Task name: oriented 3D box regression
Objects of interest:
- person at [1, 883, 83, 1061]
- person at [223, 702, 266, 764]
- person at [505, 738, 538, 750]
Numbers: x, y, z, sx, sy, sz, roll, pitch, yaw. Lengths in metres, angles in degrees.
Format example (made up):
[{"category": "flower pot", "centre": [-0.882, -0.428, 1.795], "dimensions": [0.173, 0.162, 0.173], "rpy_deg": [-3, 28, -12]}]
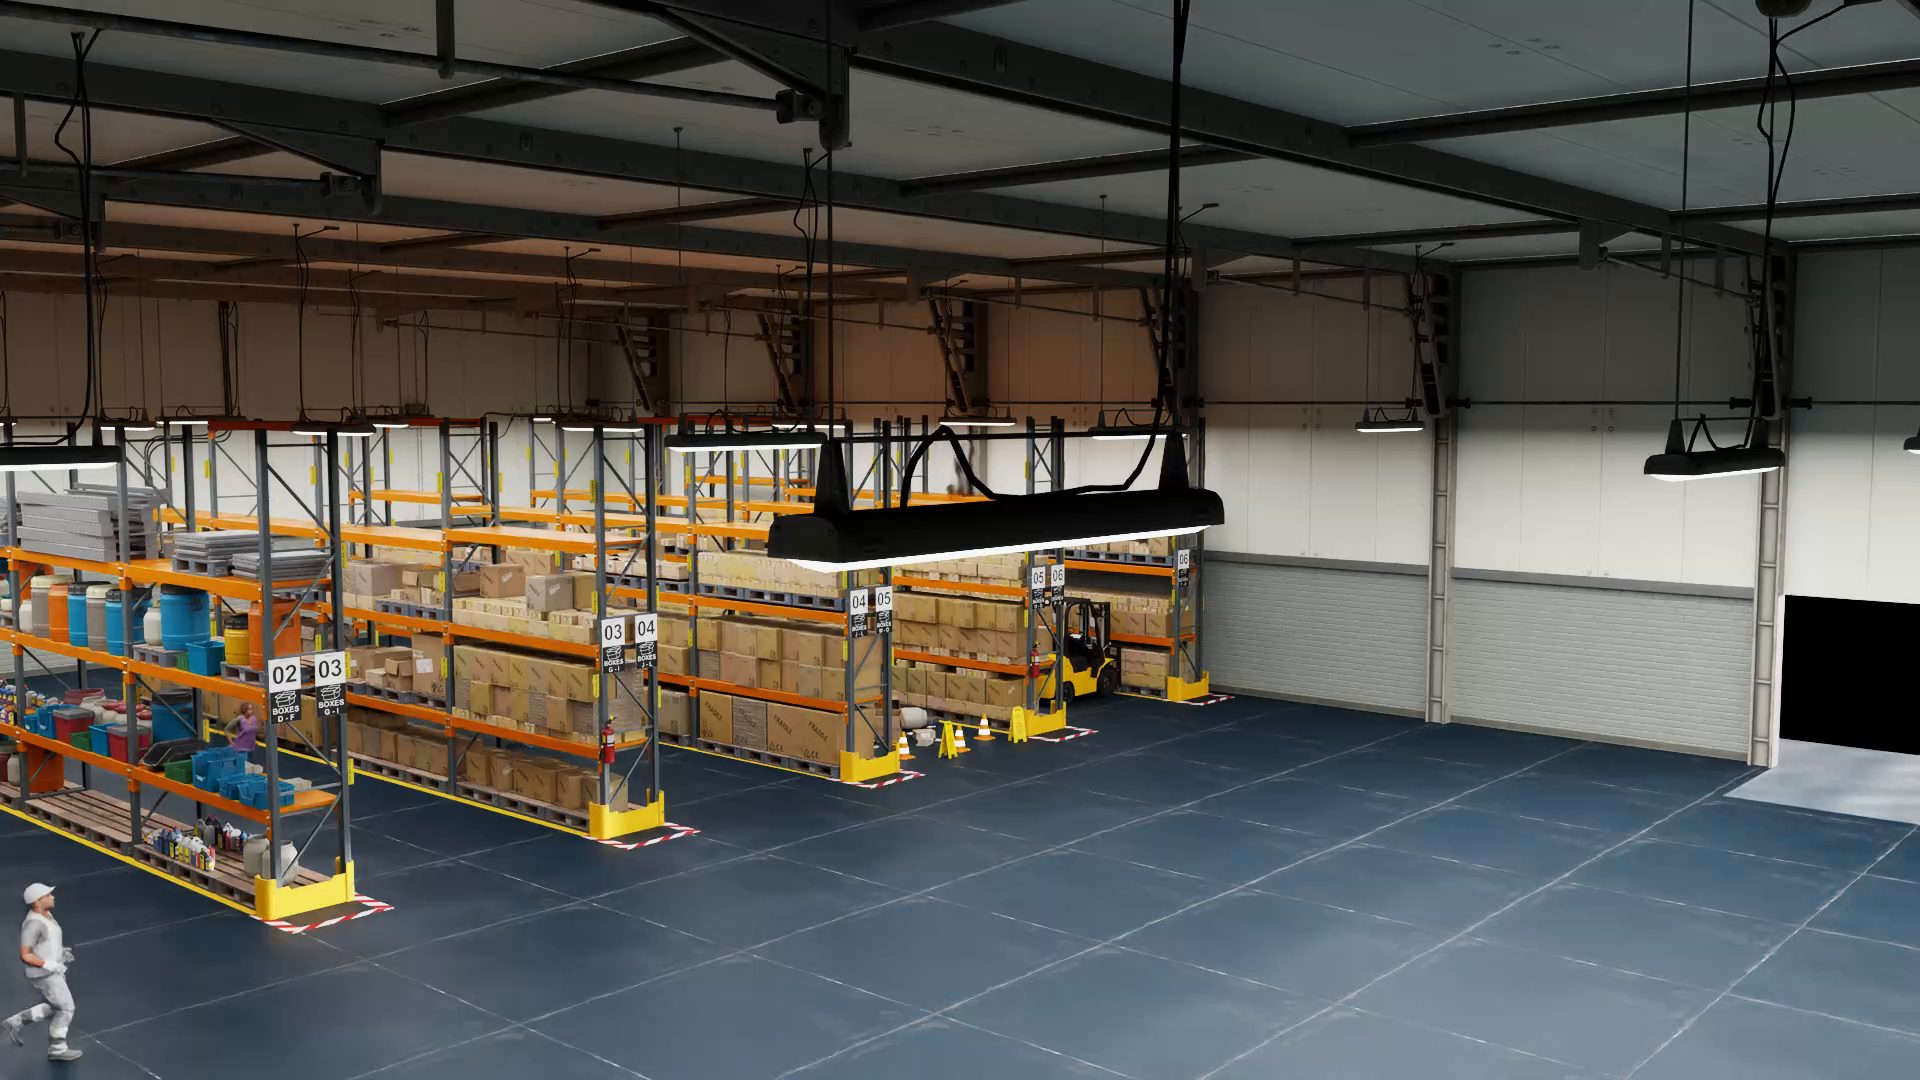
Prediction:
[{"category": "person", "centre": [-8.809, 4.145, 15.892], "dimensions": [0.690, 1.752, 0.655], "rpy_deg": [-2, 5, -23]}, {"category": "person", "centre": [-11.345, 3.285, 26.329], "dimensions": [0.832, 1.485, 0.475], "rpy_deg": [2, 5, 19]}, {"category": "person", "centre": [-8.039, 2.965, 30.407], "dimensions": [0.876, 1.777, 0.686], "rpy_deg": [3, 5, 29]}]
